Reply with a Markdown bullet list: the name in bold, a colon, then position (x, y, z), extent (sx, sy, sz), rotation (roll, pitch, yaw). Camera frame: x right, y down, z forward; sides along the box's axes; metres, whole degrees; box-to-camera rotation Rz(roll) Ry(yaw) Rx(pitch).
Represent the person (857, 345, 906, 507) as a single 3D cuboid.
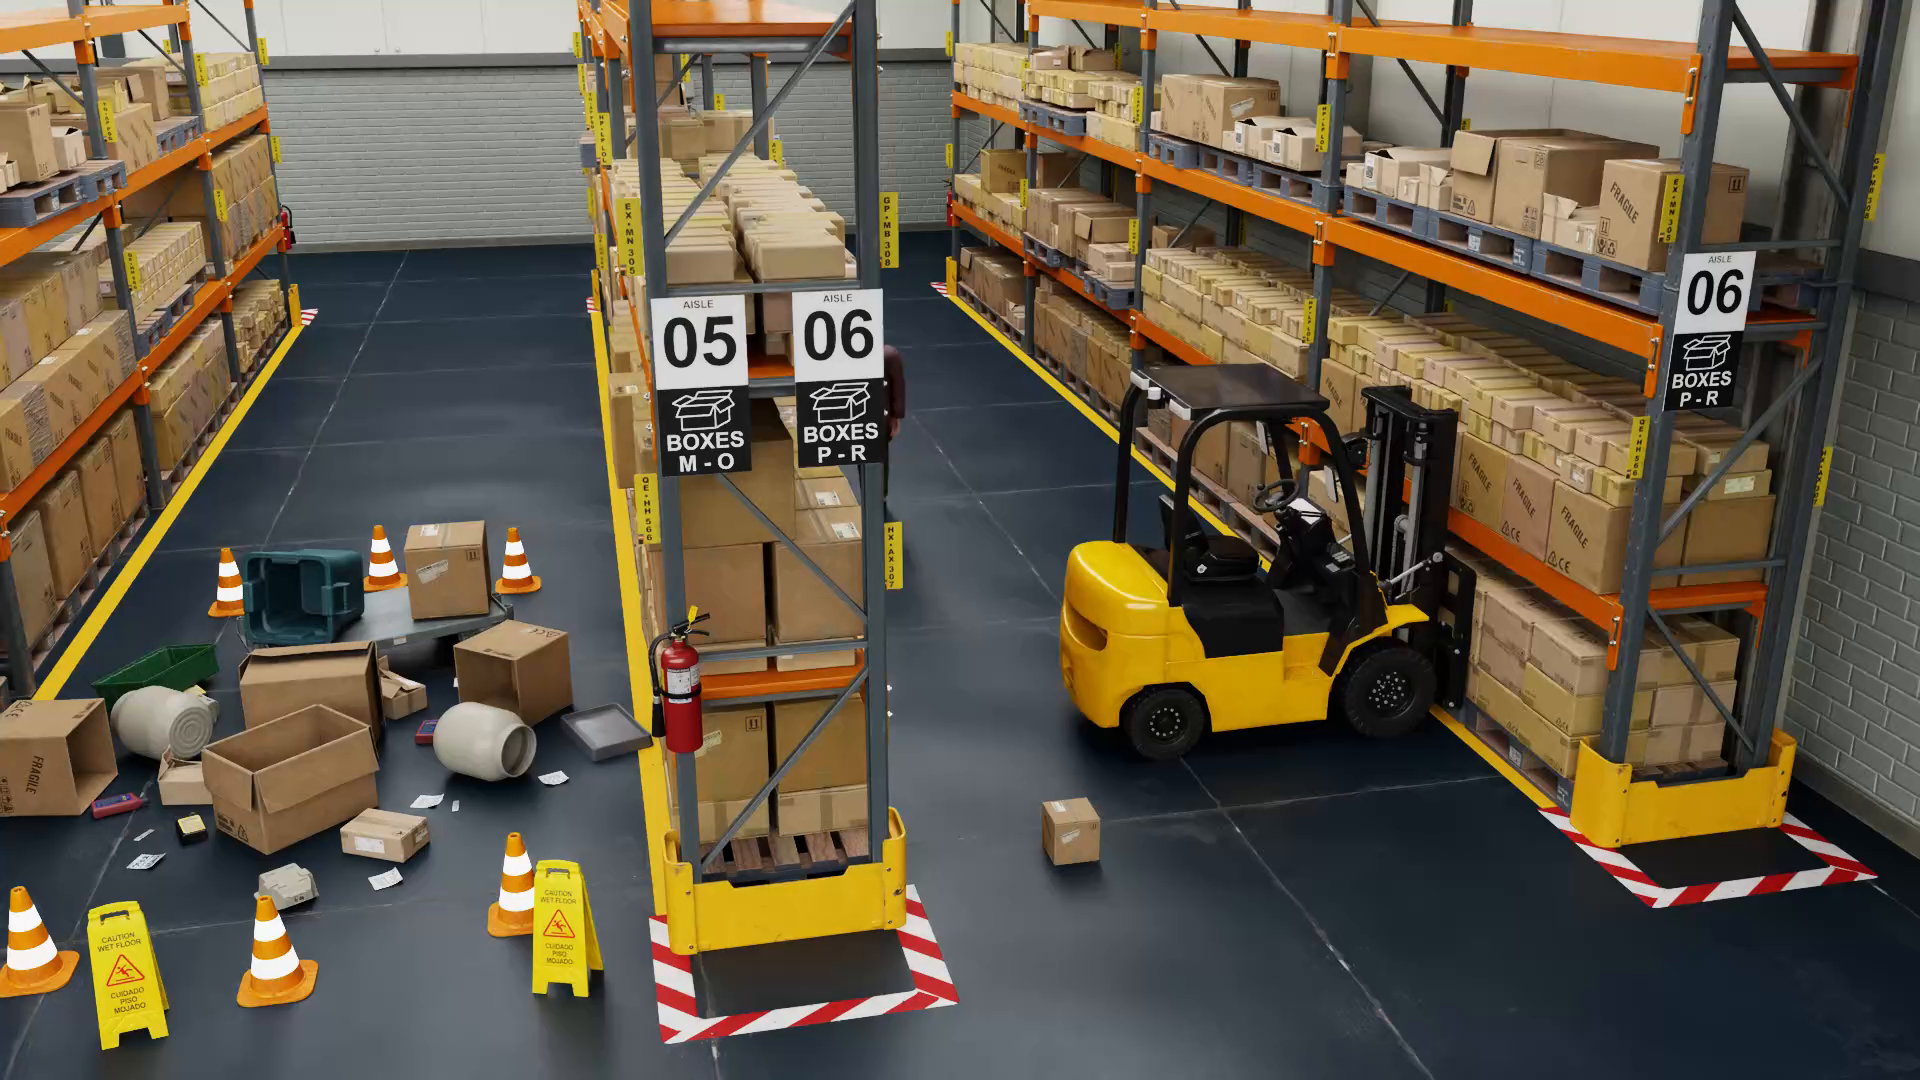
- **person**: position (-0.792, -1.049, 14.110), extent (0.582, 1.821, 0.792), rotation (-5, 20, -15)
